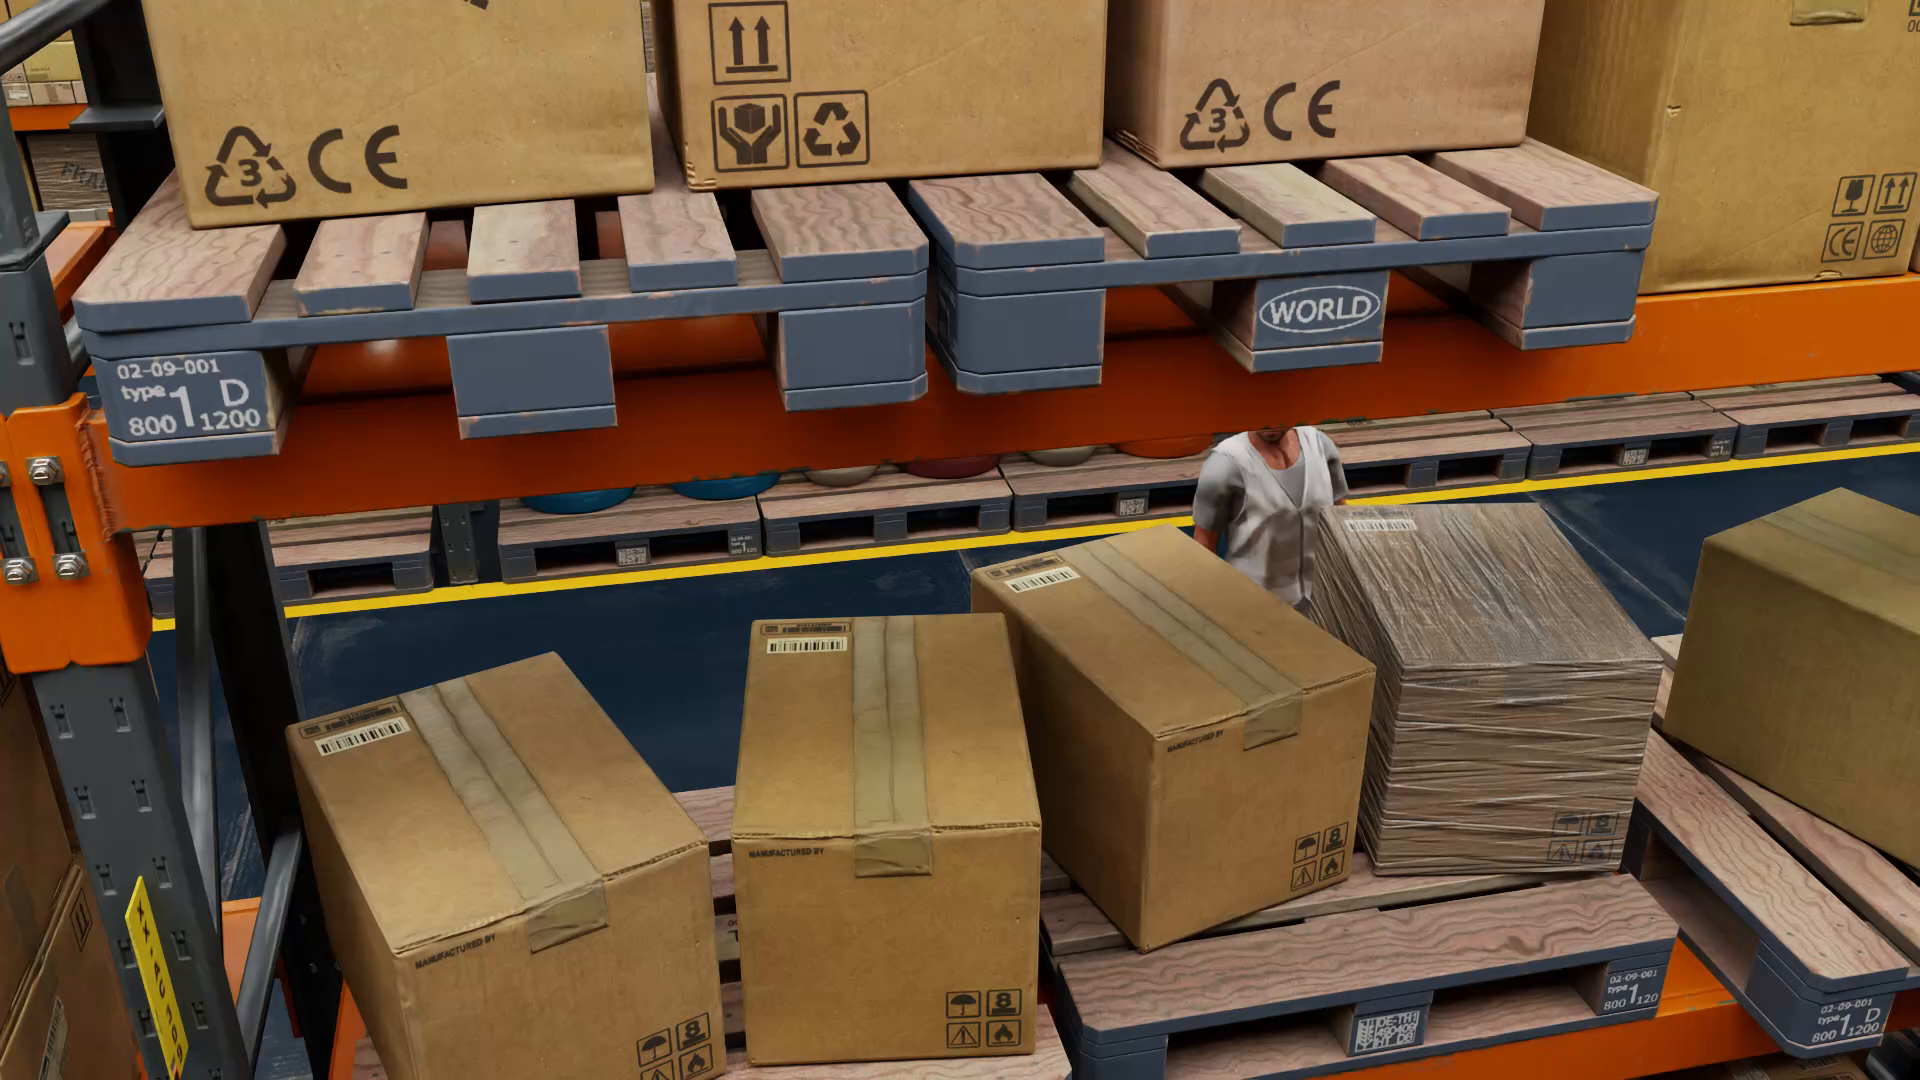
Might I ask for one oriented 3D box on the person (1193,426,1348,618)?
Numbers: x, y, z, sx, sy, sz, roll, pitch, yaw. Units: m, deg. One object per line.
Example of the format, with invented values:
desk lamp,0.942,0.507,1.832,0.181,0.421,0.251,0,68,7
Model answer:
person,1.145,0.233,5.655,0.631,1.752,0.856,-12,29,-22
